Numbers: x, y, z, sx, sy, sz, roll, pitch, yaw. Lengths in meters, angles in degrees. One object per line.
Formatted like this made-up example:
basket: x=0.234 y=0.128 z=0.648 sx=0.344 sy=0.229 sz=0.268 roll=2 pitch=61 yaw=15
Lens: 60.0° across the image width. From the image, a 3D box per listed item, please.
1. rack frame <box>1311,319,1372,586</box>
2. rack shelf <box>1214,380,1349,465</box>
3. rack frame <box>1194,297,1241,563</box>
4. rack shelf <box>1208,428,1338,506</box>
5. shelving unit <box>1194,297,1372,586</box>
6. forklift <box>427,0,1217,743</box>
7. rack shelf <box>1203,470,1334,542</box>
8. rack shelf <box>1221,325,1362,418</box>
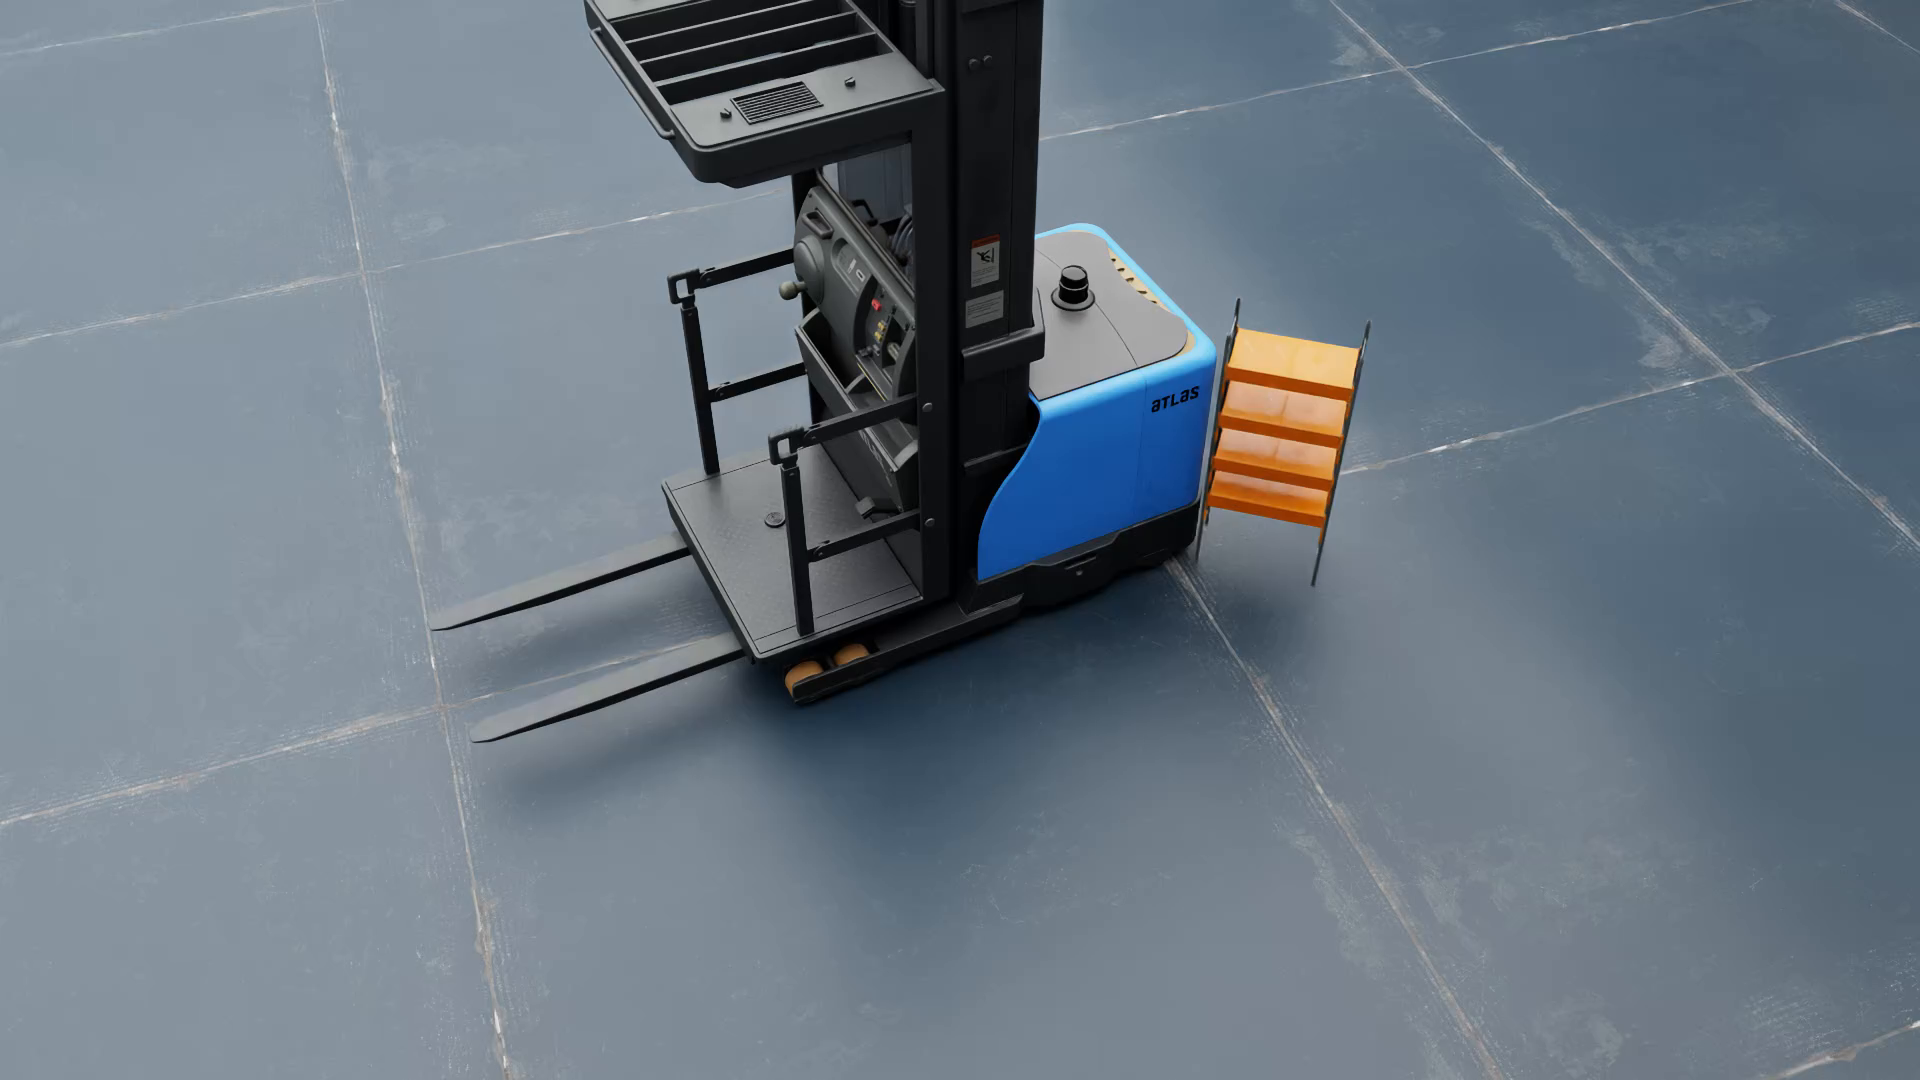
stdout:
rack frame: x=1.489 y=-0.314 z=6.525 sx=0.015 sy=1.200 sz=0.240 roll=12 pitch=46 yaw=11
rack shelf: x=1.255 y=-0.473 z=6.463 sx=0.480 sy=0.148 sz=0.258 roll=12 pitch=46 yaw=11
rack frame: x=1.021 y=-0.411 z=6.622 sx=0.015 sy=1.200 sz=0.240 roll=12 pitch=46 yaw=11
rack shelf: x=1.255 y=-0.315 z=6.621 sx=0.480 sy=0.148 sz=0.258 roll=12 pitch=46 yaw=11
shelving unit: x=1.255 y=-0.362 z=6.573 sx=0.503 sy=1.200 sz=0.258 roll=12 pitch=46 yaw=11
forklift: x=-0.561 y=-0.836 z=5.823 sx=3.031 sy=2.935 sz=1.130 roll=-20 pitch=48 yaw=-18
rack shelf: x=1.255 y=-0.175 z=6.762 sx=0.480 sy=0.148 sz=0.258 roll=12 pitch=46 yaw=11
rack shelf: x=1.255 y=-0.640 z=6.295 sx=0.480 sy=0.148 sz=0.258 roll=12 pitch=46 yaw=11
